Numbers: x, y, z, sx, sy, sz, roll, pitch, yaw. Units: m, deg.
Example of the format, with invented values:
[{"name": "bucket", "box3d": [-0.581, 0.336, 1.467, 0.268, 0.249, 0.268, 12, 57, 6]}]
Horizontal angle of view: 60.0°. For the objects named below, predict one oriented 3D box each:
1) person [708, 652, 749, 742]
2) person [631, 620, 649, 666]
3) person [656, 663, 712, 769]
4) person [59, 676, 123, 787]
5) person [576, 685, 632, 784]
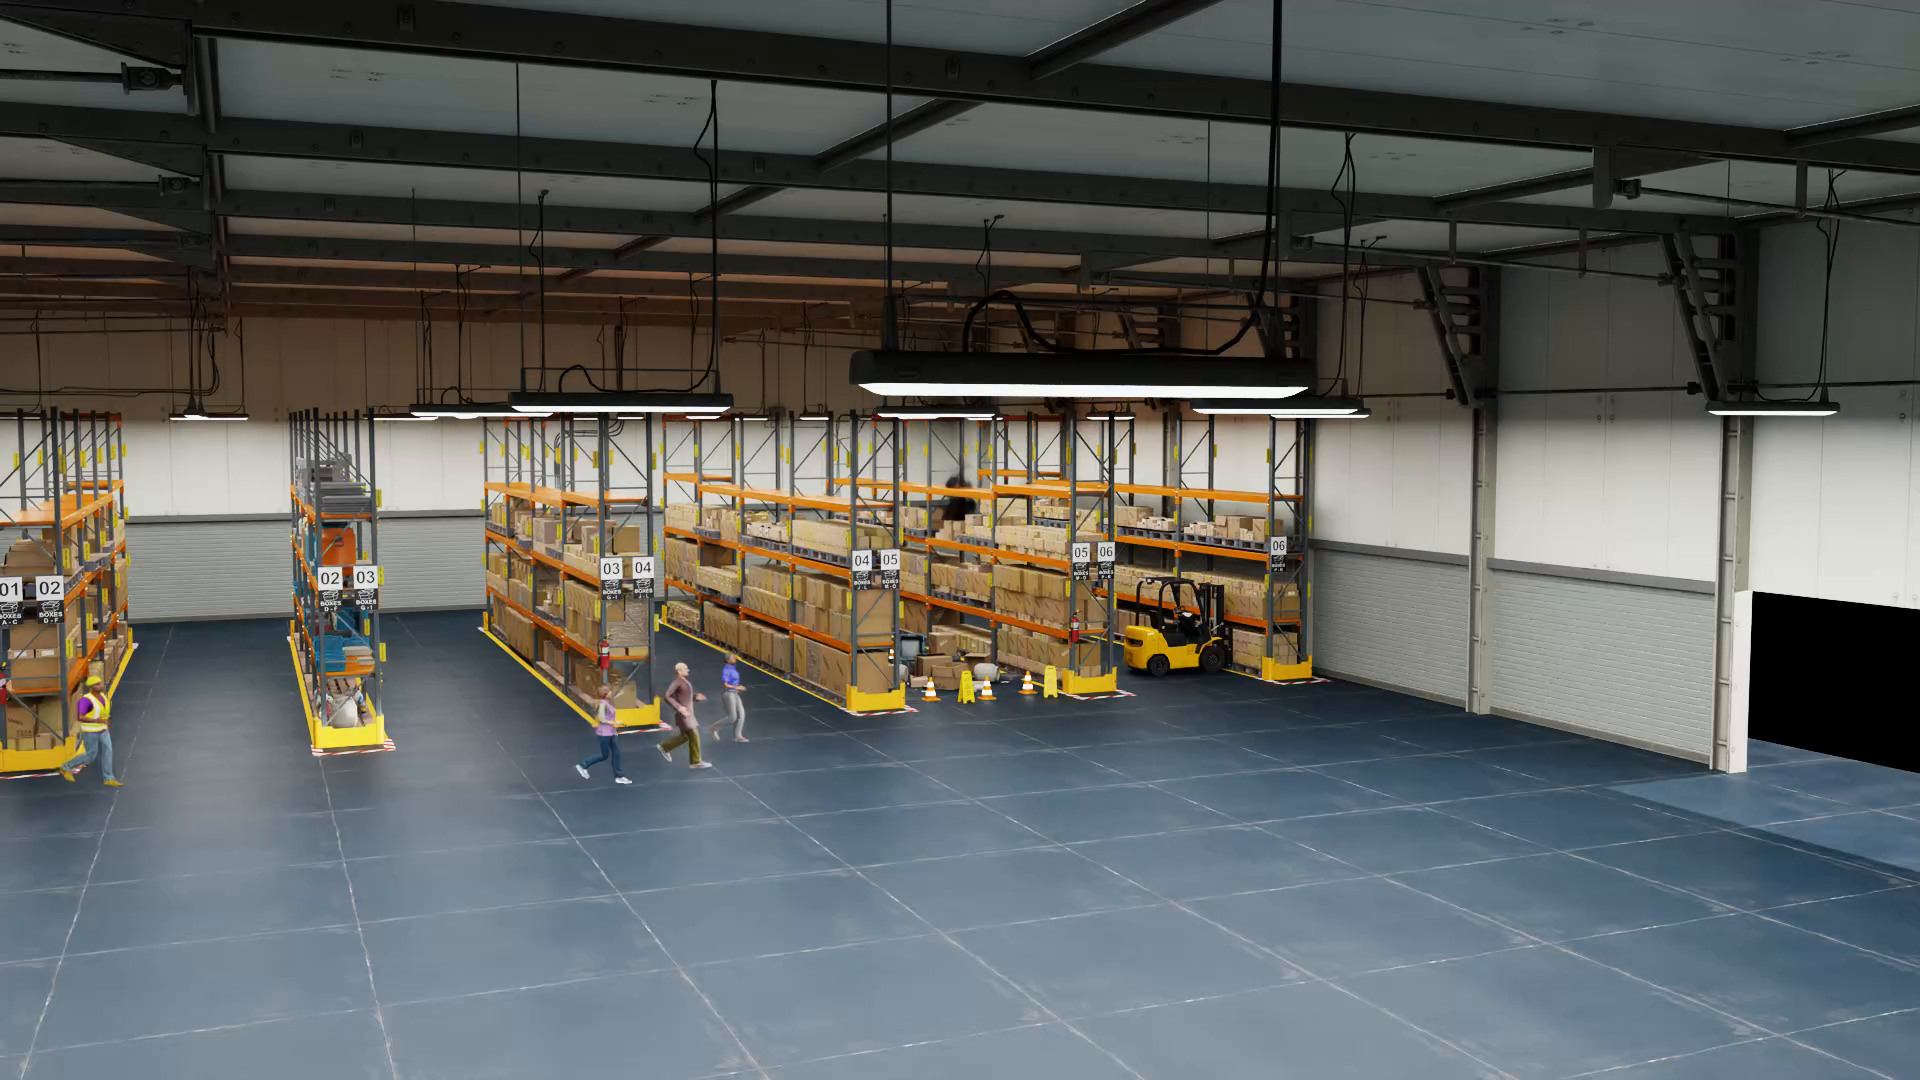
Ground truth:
[{"name": "person", "box3d": [-4.143, 2.824, 29.839, 0.731, 1.627, 0.582, 0, 4, 7]}, {"name": "person", "box3d": [-7.592, 2.111, 39.088, 0.723, 1.745, 0.639, -2, 4, -23]}, {"name": "person", "box3d": [-4.598, 2.907, 27.578, 0.980, 1.752, 0.719, 0, 4, 7]}, {"name": "person", "box3d": [-13.663, 3.013, 26.194, 0.940, 1.767, 0.710, 0, 4, 7]}, {"name": "person", "box3d": [-5.625, 3.088, 26.274, 0.869, 1.577, 0.545, 0, 4, -1]}]
